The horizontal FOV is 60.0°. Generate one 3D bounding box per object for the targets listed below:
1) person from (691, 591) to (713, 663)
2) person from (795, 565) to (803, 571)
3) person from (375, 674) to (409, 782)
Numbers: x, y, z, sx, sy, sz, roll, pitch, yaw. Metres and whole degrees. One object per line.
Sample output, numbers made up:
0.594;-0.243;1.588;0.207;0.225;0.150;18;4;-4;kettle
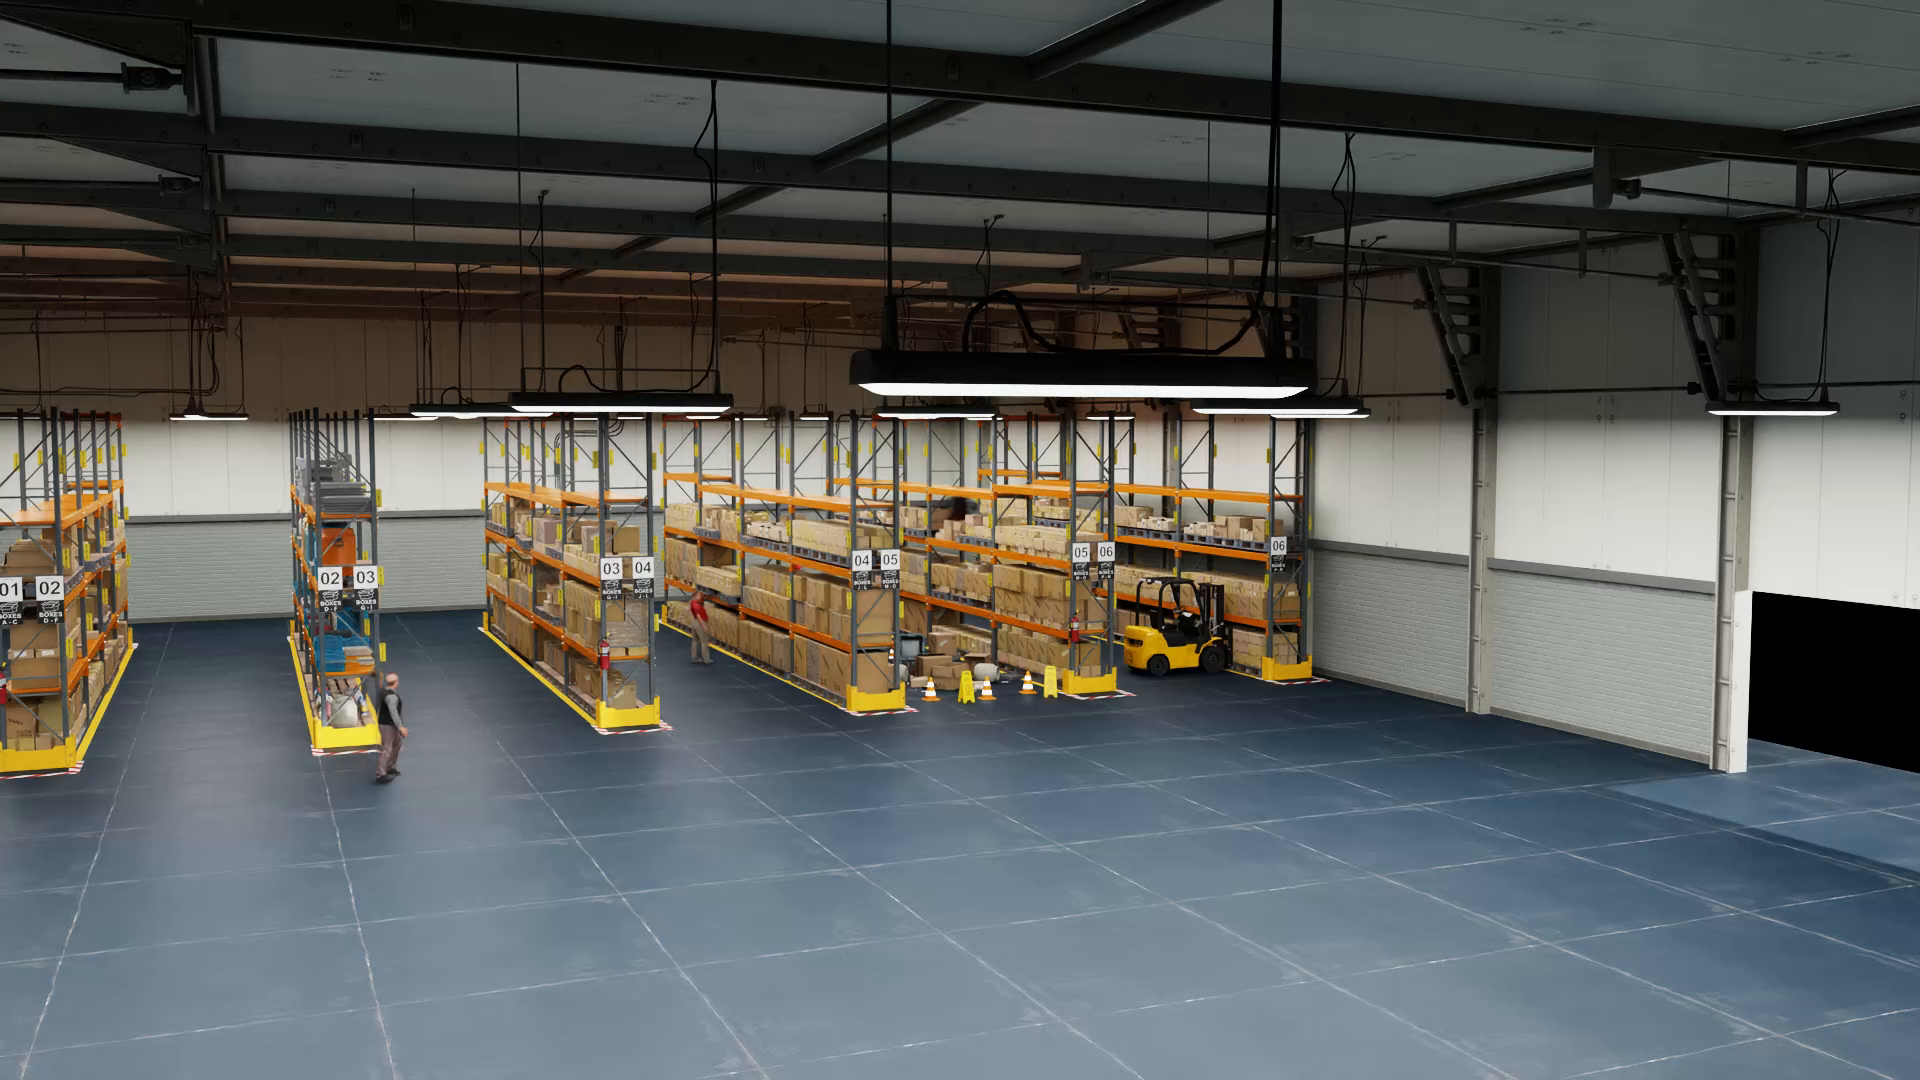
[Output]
-6.173;2.081;39.682;0.493;1.712;0.627;-3;5;-34;person
-4.100;1.516;43.190;0.573;1.786;0.603;-2;5;-31;person
-9.157;3.017;26.765;0.529;1.755;0.659;-1;4;-19;person
